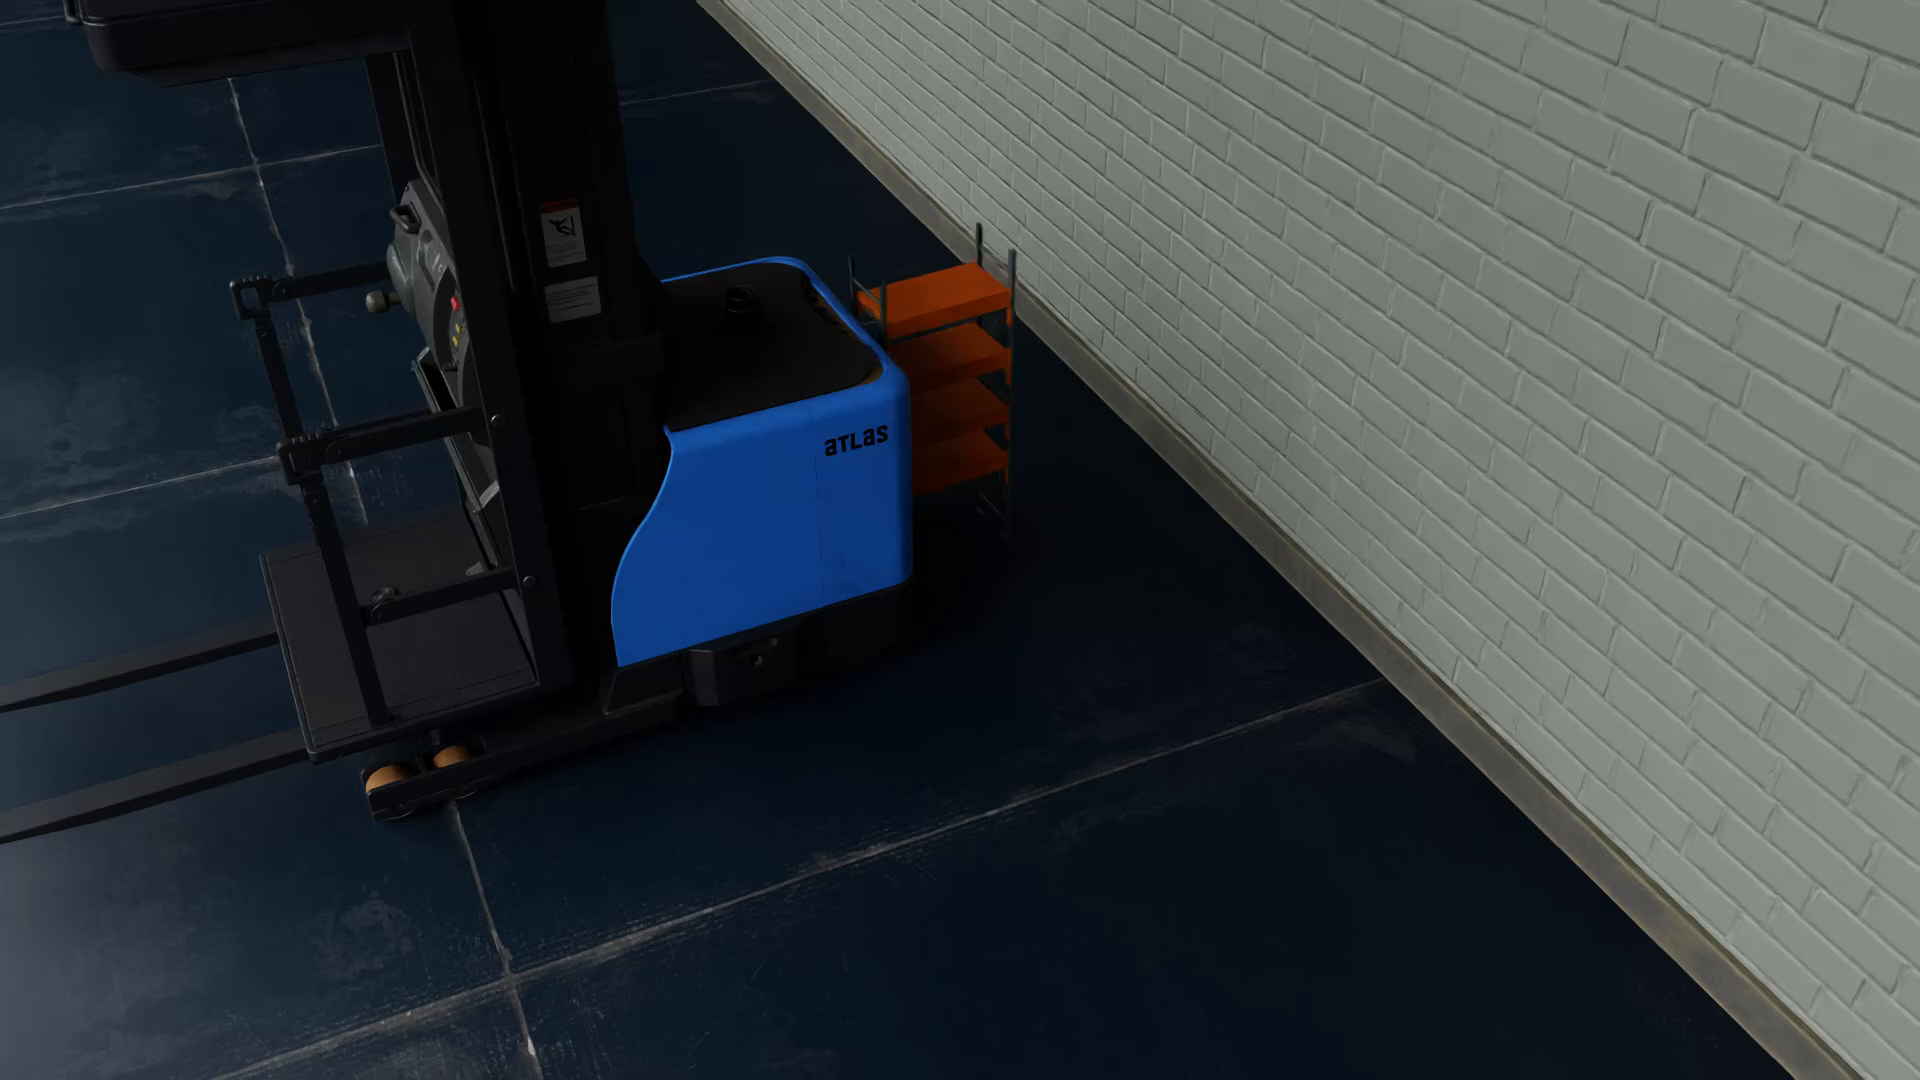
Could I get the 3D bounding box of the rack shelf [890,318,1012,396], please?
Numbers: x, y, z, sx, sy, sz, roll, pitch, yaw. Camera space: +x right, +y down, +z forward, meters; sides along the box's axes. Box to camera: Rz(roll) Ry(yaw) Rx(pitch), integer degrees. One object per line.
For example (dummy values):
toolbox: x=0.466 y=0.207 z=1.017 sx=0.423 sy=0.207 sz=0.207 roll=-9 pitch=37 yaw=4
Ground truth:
rack shelf: x=-0.091 y=-0.597 z=5.785 sx=0.480 sy=0.148 sz=0.258 roll=-19 pitch=41 yaw=-24

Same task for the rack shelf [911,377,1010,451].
rack shelf: x=-0.091 y=-0.417 z=5.918 sx=0.480 sy=0.148 sz=0.258 roll=-19 pitch=41 yaw=-24

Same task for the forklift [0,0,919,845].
forklift: x=-1.695 y=-0.683 z=4.711 sx=3.031 sy=2.935 sz=1.130 roll=-16 pitch=40 yaw=-21

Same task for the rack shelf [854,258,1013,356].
rack shelf: x=-0.091 y=-0.787 z=5.644 sx=0.480 sy=0.148 sz=0.258 roll=-19 pitch=41 yaw=-24

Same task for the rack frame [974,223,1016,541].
rack frame: x=0.120 y=-0.543 z=5.975 sx=0.015 sy=1.200 sz=0.240 roll=-19 pitch=41 yaw=-24

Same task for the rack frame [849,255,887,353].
rack frame: x=-0.303 y=-0.399 z=5.780 sx=0.015 sy=1.200 sz=0.240 roll=-19 pitch=41 yaw=-24

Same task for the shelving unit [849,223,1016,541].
shelving unit: x=-0.091 y=-0.471 z=5.878 sx=0.503 sy=1.200 sz=0.258 roll=-19 pitch=41 yaw=-24

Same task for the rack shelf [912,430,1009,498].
rack shelf: x=-0.091 y=-0.258 z=6.036 sx=0.480 sy=0.148 sz=0.258 roll=-19 pitch=41 yaw=-24
